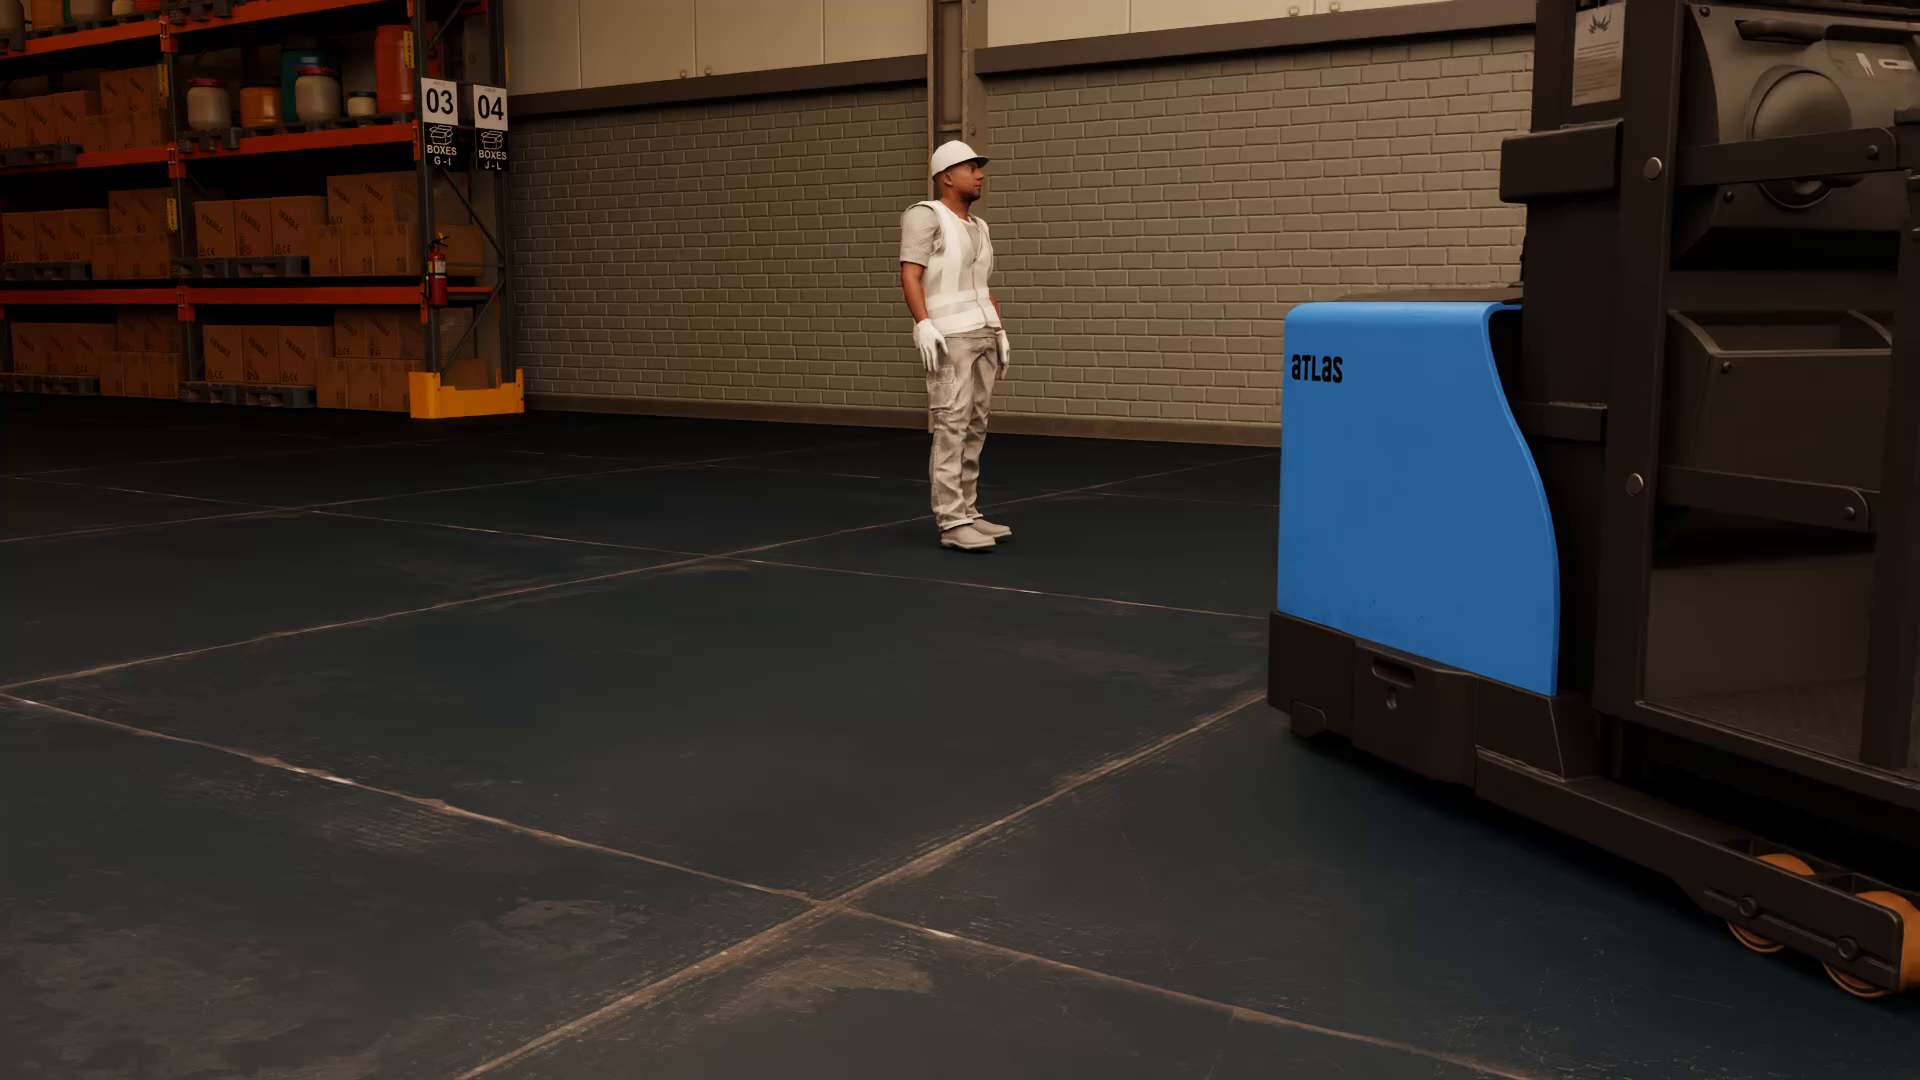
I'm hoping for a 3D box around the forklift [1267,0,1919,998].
[{"bbox_3d":[1.791,-0.804,2.848,1.130,2.935,3.031,-3,9,-22],"label":"forklift"}]

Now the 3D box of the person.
[{"bbox_3d":[0.054,-0.883,7.430,0.577,1.782,0.656,5,10,34],"label":"person"}]
